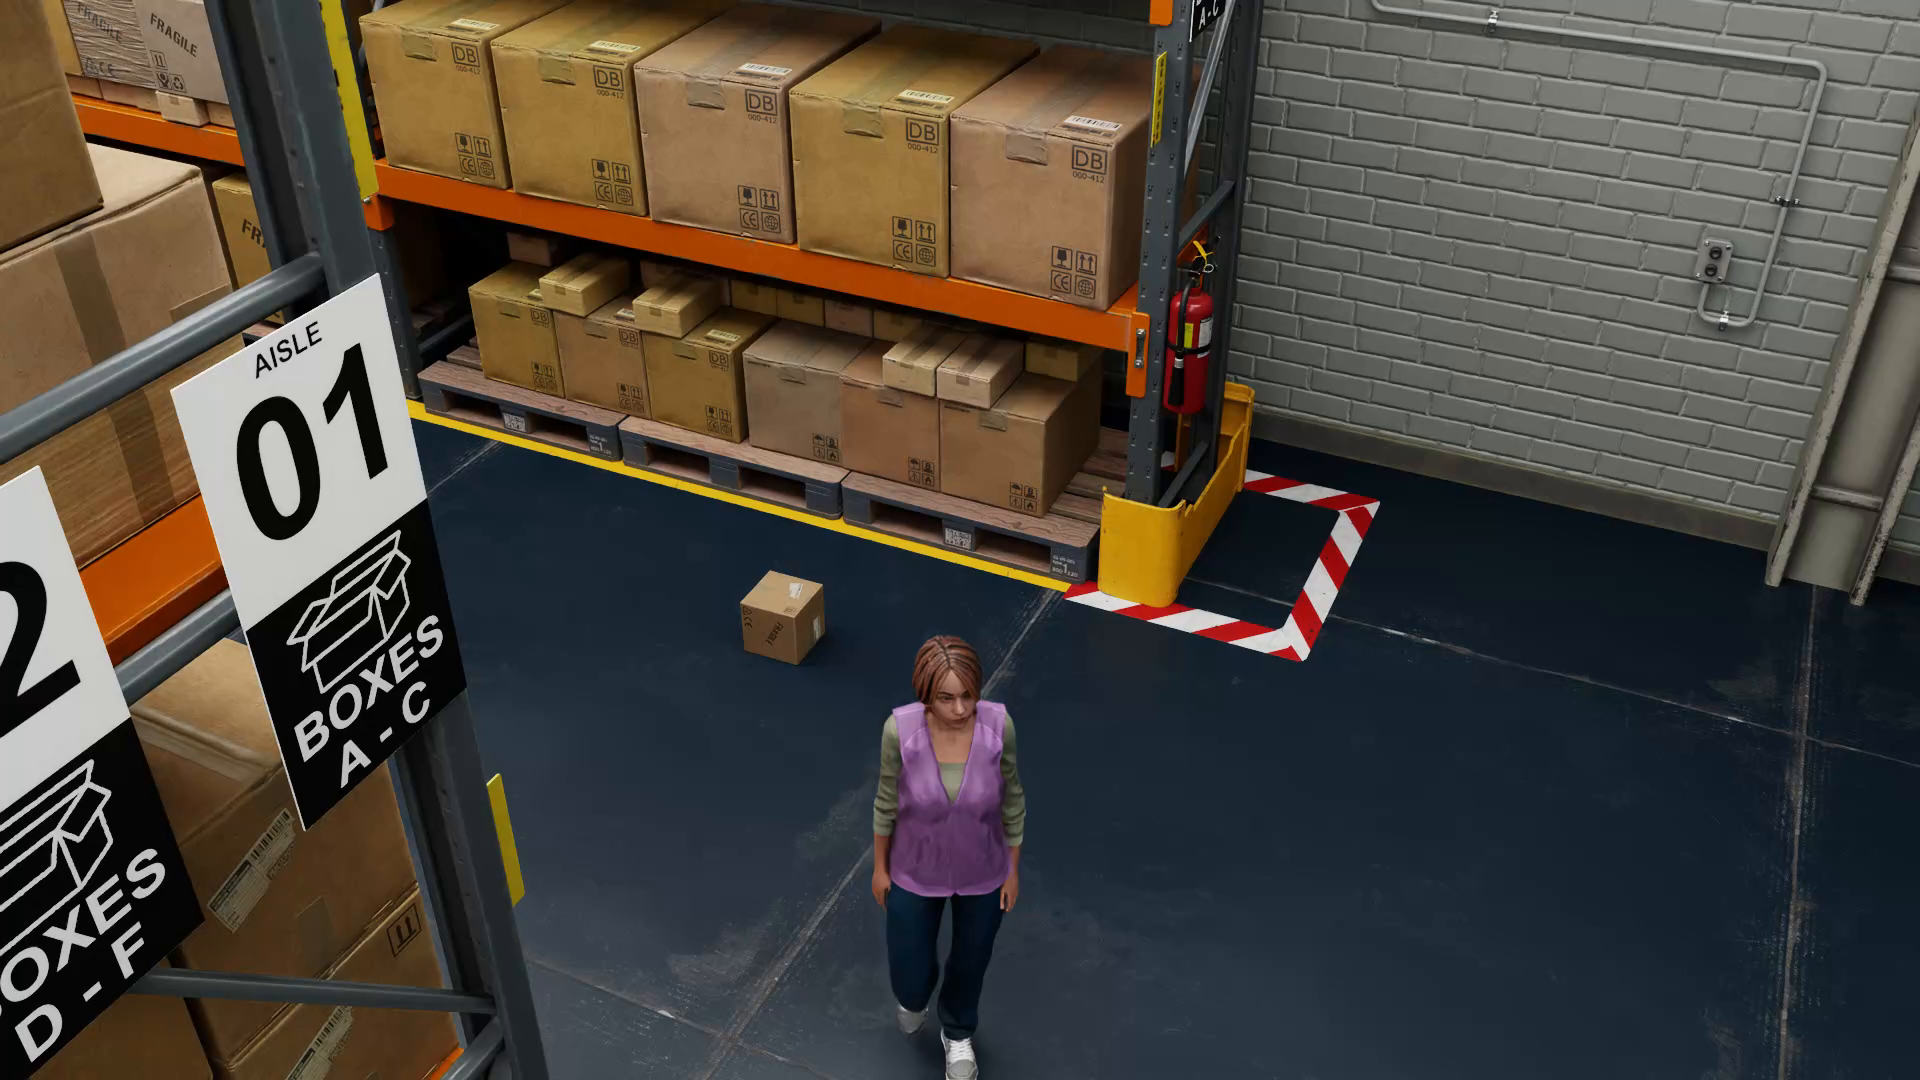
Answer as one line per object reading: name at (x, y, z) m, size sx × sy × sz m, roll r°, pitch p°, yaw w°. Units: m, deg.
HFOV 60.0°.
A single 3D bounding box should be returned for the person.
person at (-0.035, 0.926, 4.736) m, size 0.439 × 1.595 × 0.382 m, roll -4°, pitch 34°, yaw -6°
